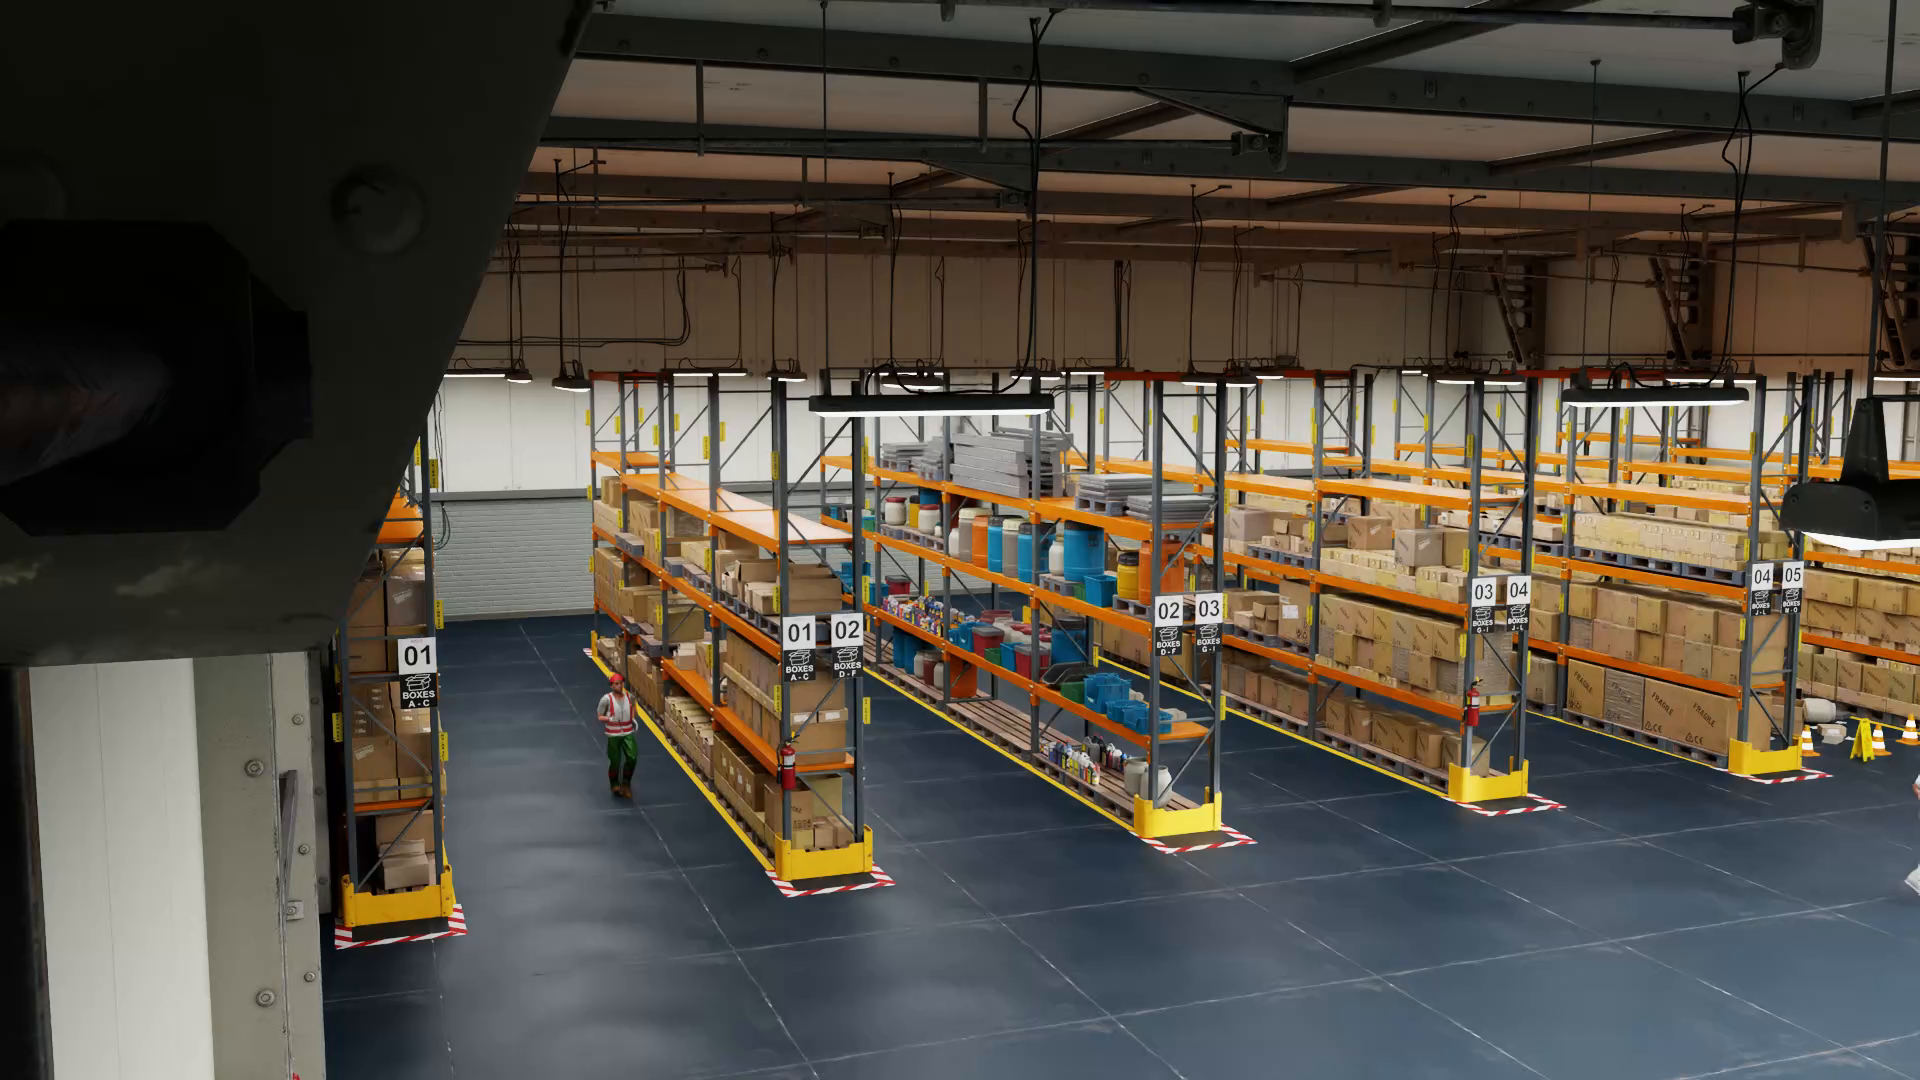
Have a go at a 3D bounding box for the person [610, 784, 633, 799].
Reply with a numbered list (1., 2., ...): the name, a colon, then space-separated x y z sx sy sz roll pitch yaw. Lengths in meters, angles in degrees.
1. person: -4.870 3.534 23.907 0.241 0.318 0.461 -3 7 -28

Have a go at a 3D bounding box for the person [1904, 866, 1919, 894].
1. person: 11.412 3.459 19.252 0.924 1.412 0.447 1 6 6
